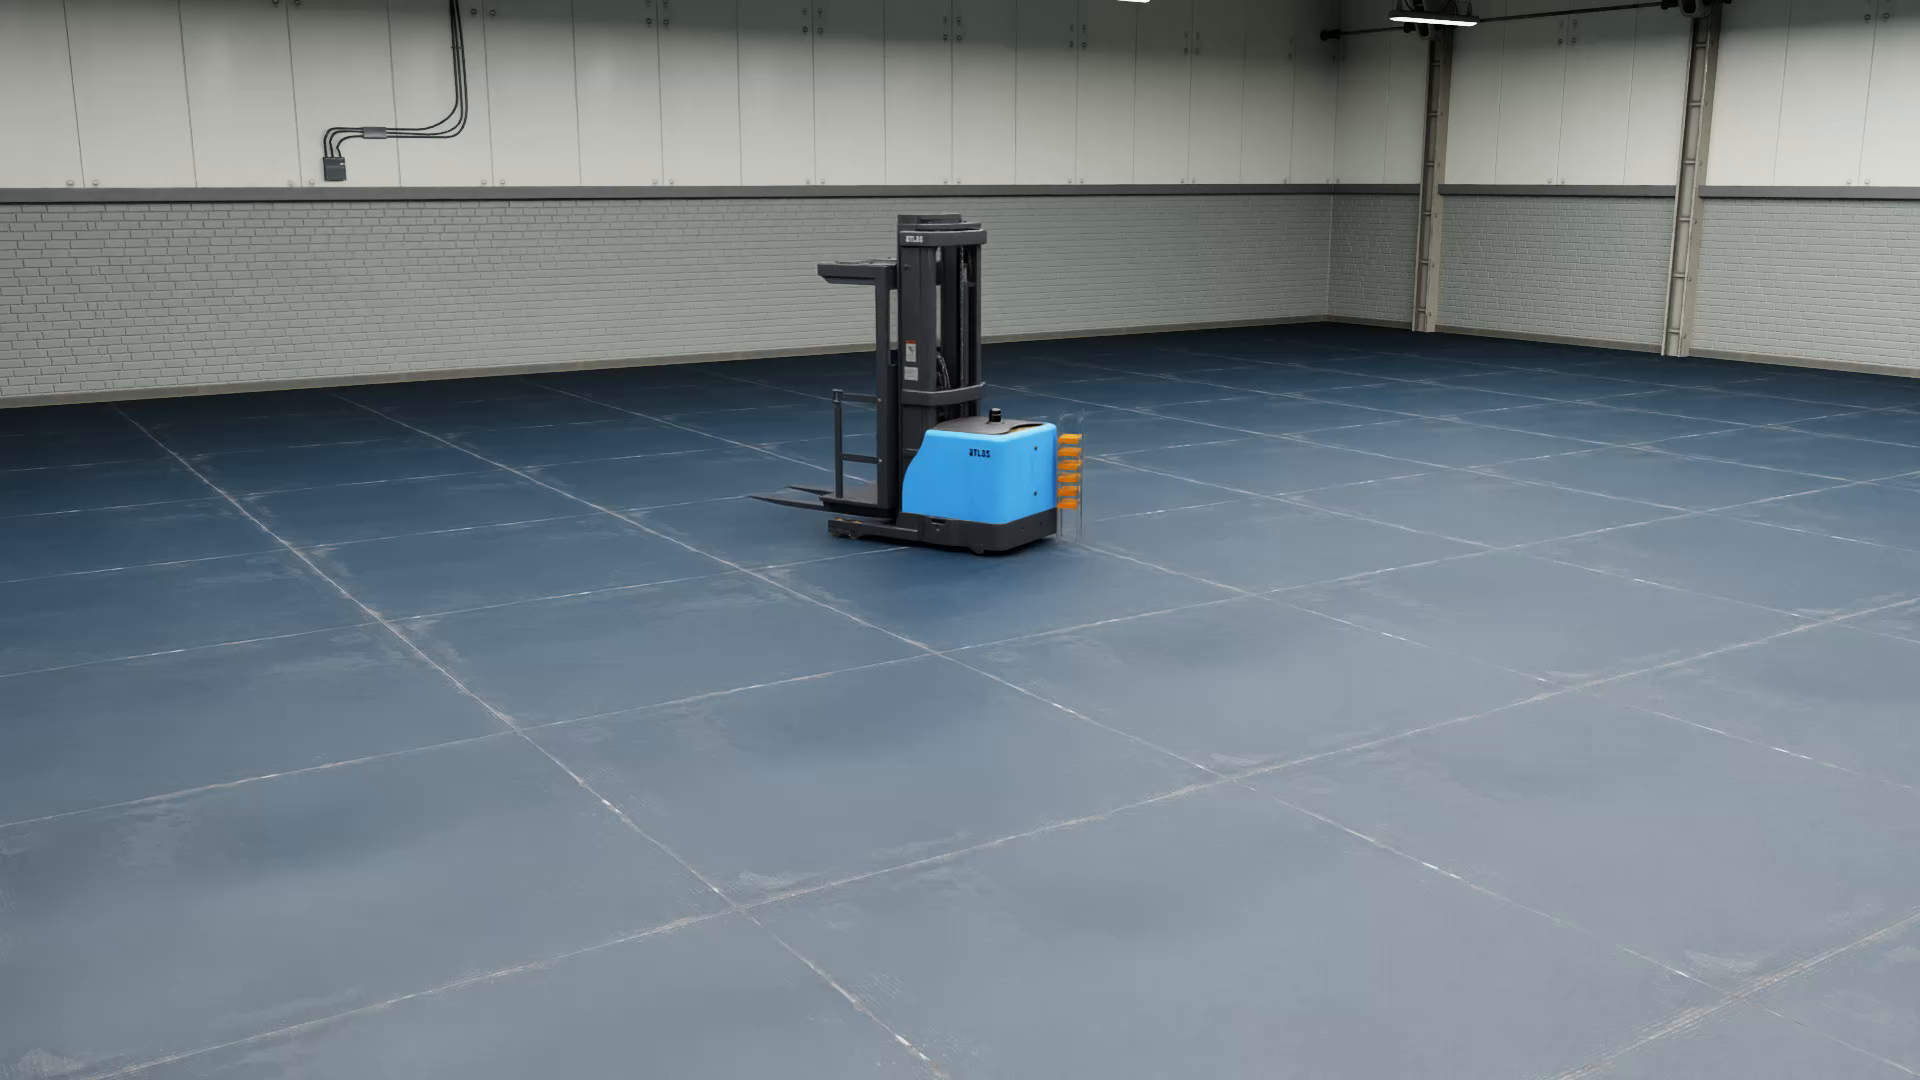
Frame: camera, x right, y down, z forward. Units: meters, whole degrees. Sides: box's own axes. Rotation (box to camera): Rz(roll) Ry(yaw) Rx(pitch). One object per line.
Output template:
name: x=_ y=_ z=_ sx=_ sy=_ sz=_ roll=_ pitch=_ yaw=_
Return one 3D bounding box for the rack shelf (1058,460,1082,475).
rack shelf: x=1.000 y=-0.661 z=15.111 sx=0.180 sy=0.103 sz=0.258 roll=3 pitch=13 yaw=13

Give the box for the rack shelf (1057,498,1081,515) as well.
rack shelf: x=1.000 y=-0.310 z=15.188 sx=0.180 sy=0.103 sz=0.258 roll=3 pitch=13 yaw=13

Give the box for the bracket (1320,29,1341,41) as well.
bracket: x=8.154 y=-11.110 z=36.564 sx=0.235 sy=0.232 sz=0.430 roll=-8 pitch=15 yaw=-33

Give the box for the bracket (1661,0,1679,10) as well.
bracket: x=12.791 y=-9.621 z=29.757 sx=0.235 sy=0.232 sz=0.430 roll=-8 pitch=15 yaw=-33

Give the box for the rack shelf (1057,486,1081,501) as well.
rack shelf: x=1.000 y=-0.427 z=15.163 sx=0.180 sy=0.103 sz=0.258 roll=3 pitch=13 yaw=13

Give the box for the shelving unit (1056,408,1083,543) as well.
shelving unit: x=1.000 y=-0.587 z=15.127 sx=0.189 sy=1.200 sz=0.258 roll=3 pitch=13 yaw=13

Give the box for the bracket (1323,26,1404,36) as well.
bracket: x=8.481 y=-11.005 z=36.084 sx=0.076 sy=0.066 sz=3.189 roll=-8 pitch=15 yaw=-33

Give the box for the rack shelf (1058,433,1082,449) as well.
rack shelf: x=1.000 y=-0.896 z=15.060 sx=0.180 sy=0.103 sz=0.258 roll=3 pitch=13 yaw=13

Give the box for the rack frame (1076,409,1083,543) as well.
rack frame: x=1.089 y=-0.583 z=15.106 sx=0.006 sy=1.200 sz=0.240 roll=3 pitch=13 yaw=13

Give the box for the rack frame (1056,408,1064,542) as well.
rack frame: x=0.911 y=-0.592 z=15.149 sx=0.006 sy=1.200 sz=0.240 roll=3 pitch=13 yaw=13

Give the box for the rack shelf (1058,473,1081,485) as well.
rack shelf: x=1.000 y=-0.544 z=15.137 sx=0.180 sy=0.103 sz=0.258 roll=3 pitch=13 yaw=13

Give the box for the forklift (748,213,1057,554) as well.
forklift: x=-0.618 y=-1.527 z=15.373 sx=3.031 sy=2.935 sz=1.130 roll=8 pitch=15 yaw=33

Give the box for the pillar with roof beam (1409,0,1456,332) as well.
pillar with roof beam: x=6.408 y=-8.389 z=32.546 sx=9.100 sy=9.000 sz=0.548 roll=-8 pitch=15 yaw=-33

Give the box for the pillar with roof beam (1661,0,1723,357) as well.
pillar with roof beam: x=9.733 y=-7.322 z=27.666 sx=9.100 sy=9.000 sz=0.548 roll=-8 pitch=15 yaw=-33

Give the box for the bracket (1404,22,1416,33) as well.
bracket: x=9.467 y=-10.688 z=34.637 sx=0.235 sy=0.232 sz=0.430 roll=-8 pitch=15 yaw=-33

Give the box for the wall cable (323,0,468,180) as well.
wall cable: x=-8.851 y=-8.632 z=25.700 sx=2.305 sy=6.003 sz=0.169 roll=-8 pitch=15 yaw=-33

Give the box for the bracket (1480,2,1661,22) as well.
bracket: x=11.354 y=-10.083 z=31.866 sx=0.076 sy=0.066 sz=4.783 roll=-8 pitch=15 yaw=-33

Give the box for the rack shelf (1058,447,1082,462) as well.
rack shelf: x=1.000 y=-0.778 z=15.085 sx=0.180 sy=0.103 sz=0.258 roll=3 pitch=13 yaw=13

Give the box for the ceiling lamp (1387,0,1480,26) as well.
ceiling lamp: x=8.004 y=-10.475 z=28.425 sx=2.000 sy=3.185 sz=0.800 roll=-8 pitch=15 yaw=-33

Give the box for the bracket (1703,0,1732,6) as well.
bracket: x=13.251 y=-9.474 z=29.082 sx=0.235 sy=0.232 sz=0.430 roll=-8 pitch=15 yaw=-33

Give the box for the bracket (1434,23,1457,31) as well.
bracket: x=9.927 y=-10.541 z=33.962 sx=0.235 sy=0.232 sz=0.430 roll=-8 pitch=15 yaw=-33

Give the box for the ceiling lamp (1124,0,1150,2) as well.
ceiling lamp: x=1.893 y=-9.607 z=24.452 sx=2.000 sy=3.185 sz=0.800 roll=-8 pitch=15 yaw=-33
